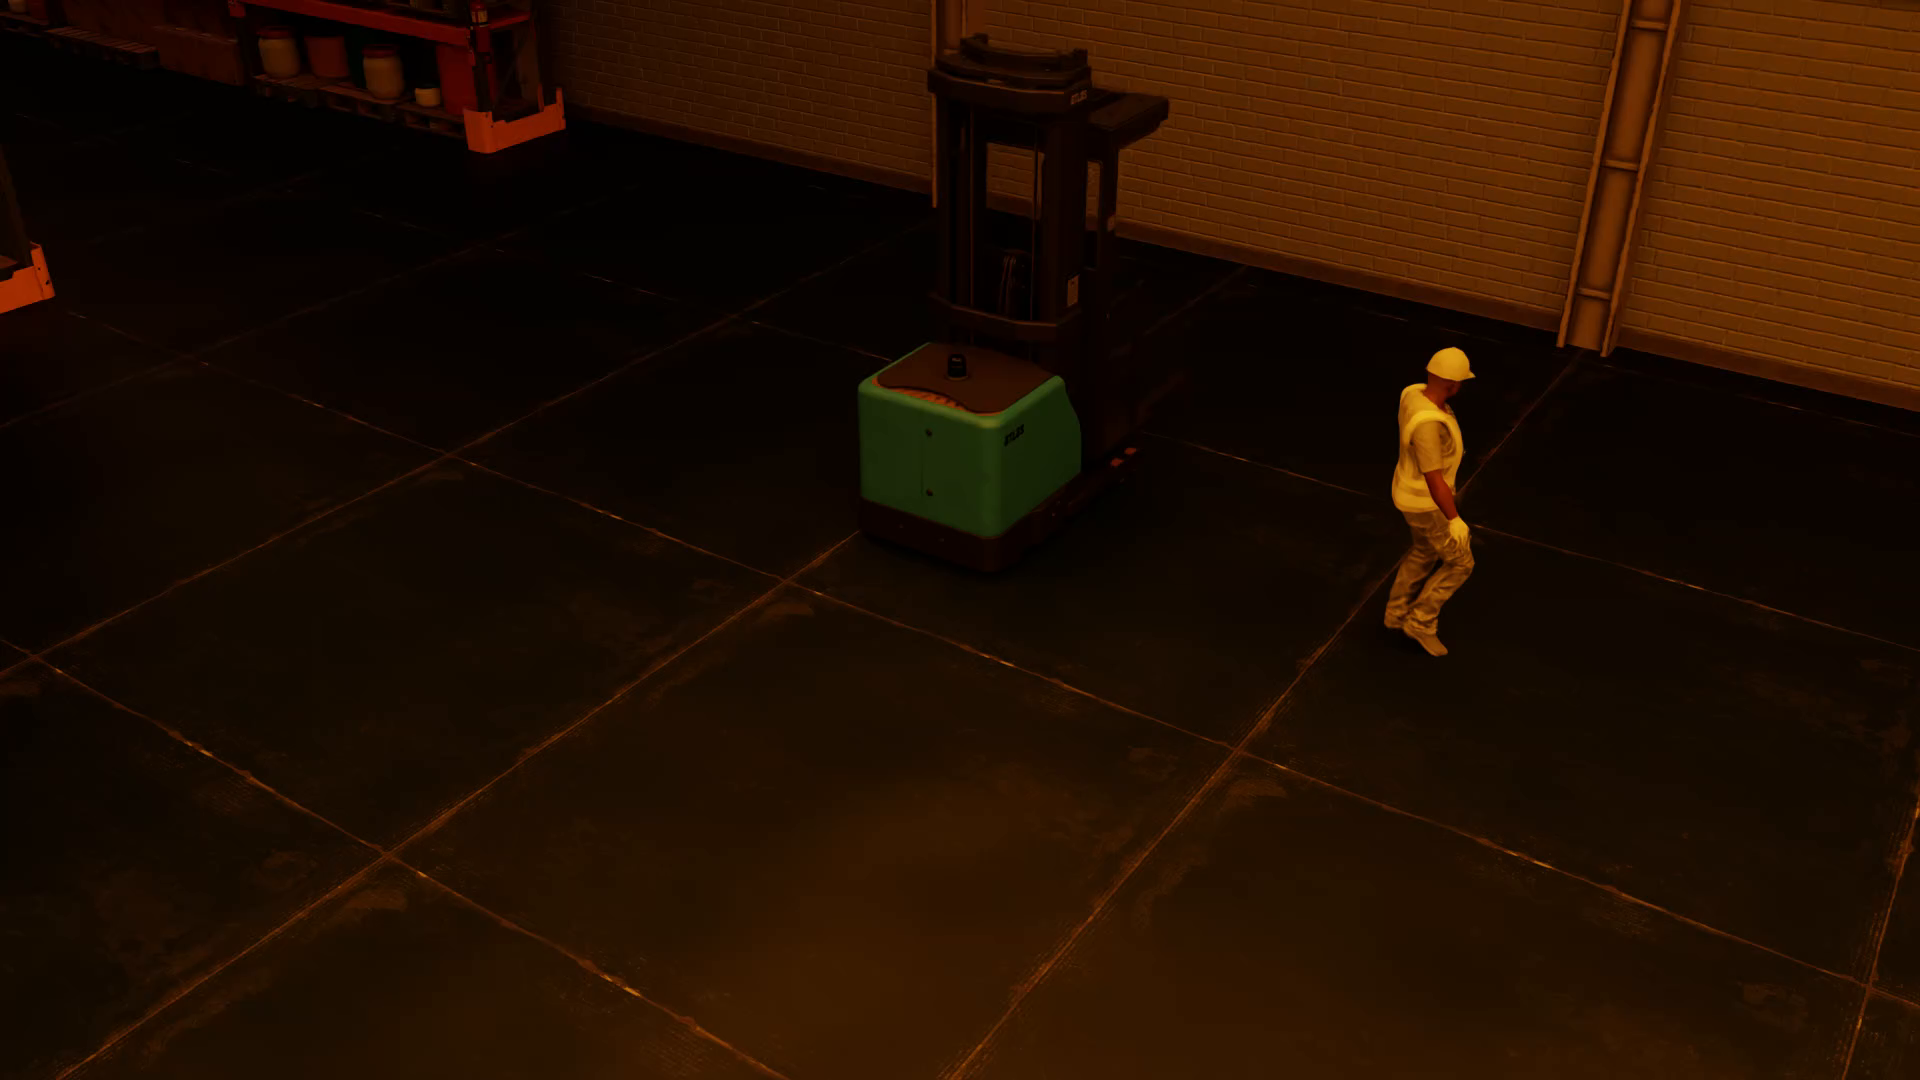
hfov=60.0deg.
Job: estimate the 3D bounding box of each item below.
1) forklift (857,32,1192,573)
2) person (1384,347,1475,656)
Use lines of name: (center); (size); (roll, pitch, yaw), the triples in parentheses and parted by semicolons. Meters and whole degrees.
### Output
forklift: (0.593, -1.768, 10.626); (1.130, 2.935, 3.031); (18, 35, 28)
person: (2.616, -0.231, 9.180); (0.488, 1.788, 0.913); (5, 31, 9)
